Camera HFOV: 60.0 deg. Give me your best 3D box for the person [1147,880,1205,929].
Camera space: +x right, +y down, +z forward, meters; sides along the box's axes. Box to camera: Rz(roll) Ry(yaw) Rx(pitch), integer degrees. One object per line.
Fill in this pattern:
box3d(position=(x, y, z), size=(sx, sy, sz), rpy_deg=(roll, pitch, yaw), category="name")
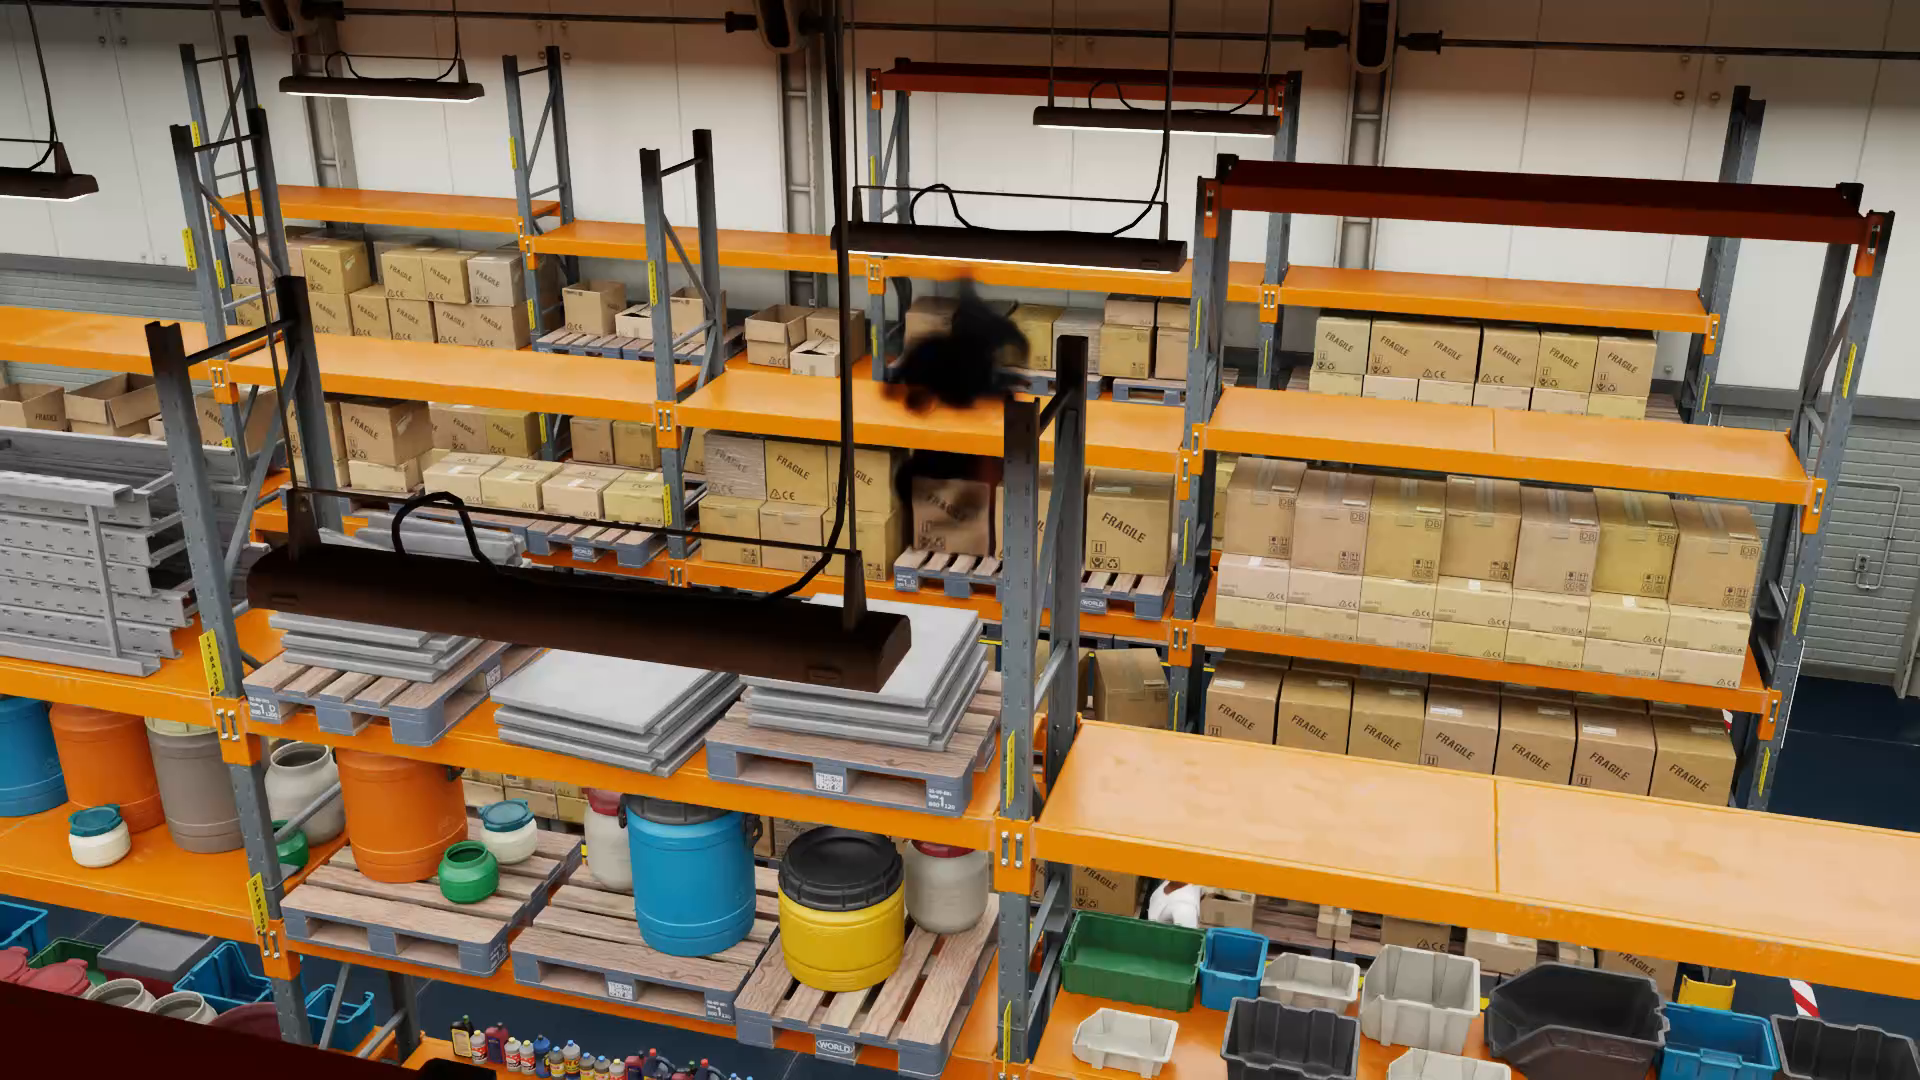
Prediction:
box3d(position=(1.406, 2.777, 11.123), size=(0.735, 1.745, 0.711), rpy_deg=(3, 23, 6), category="person")
